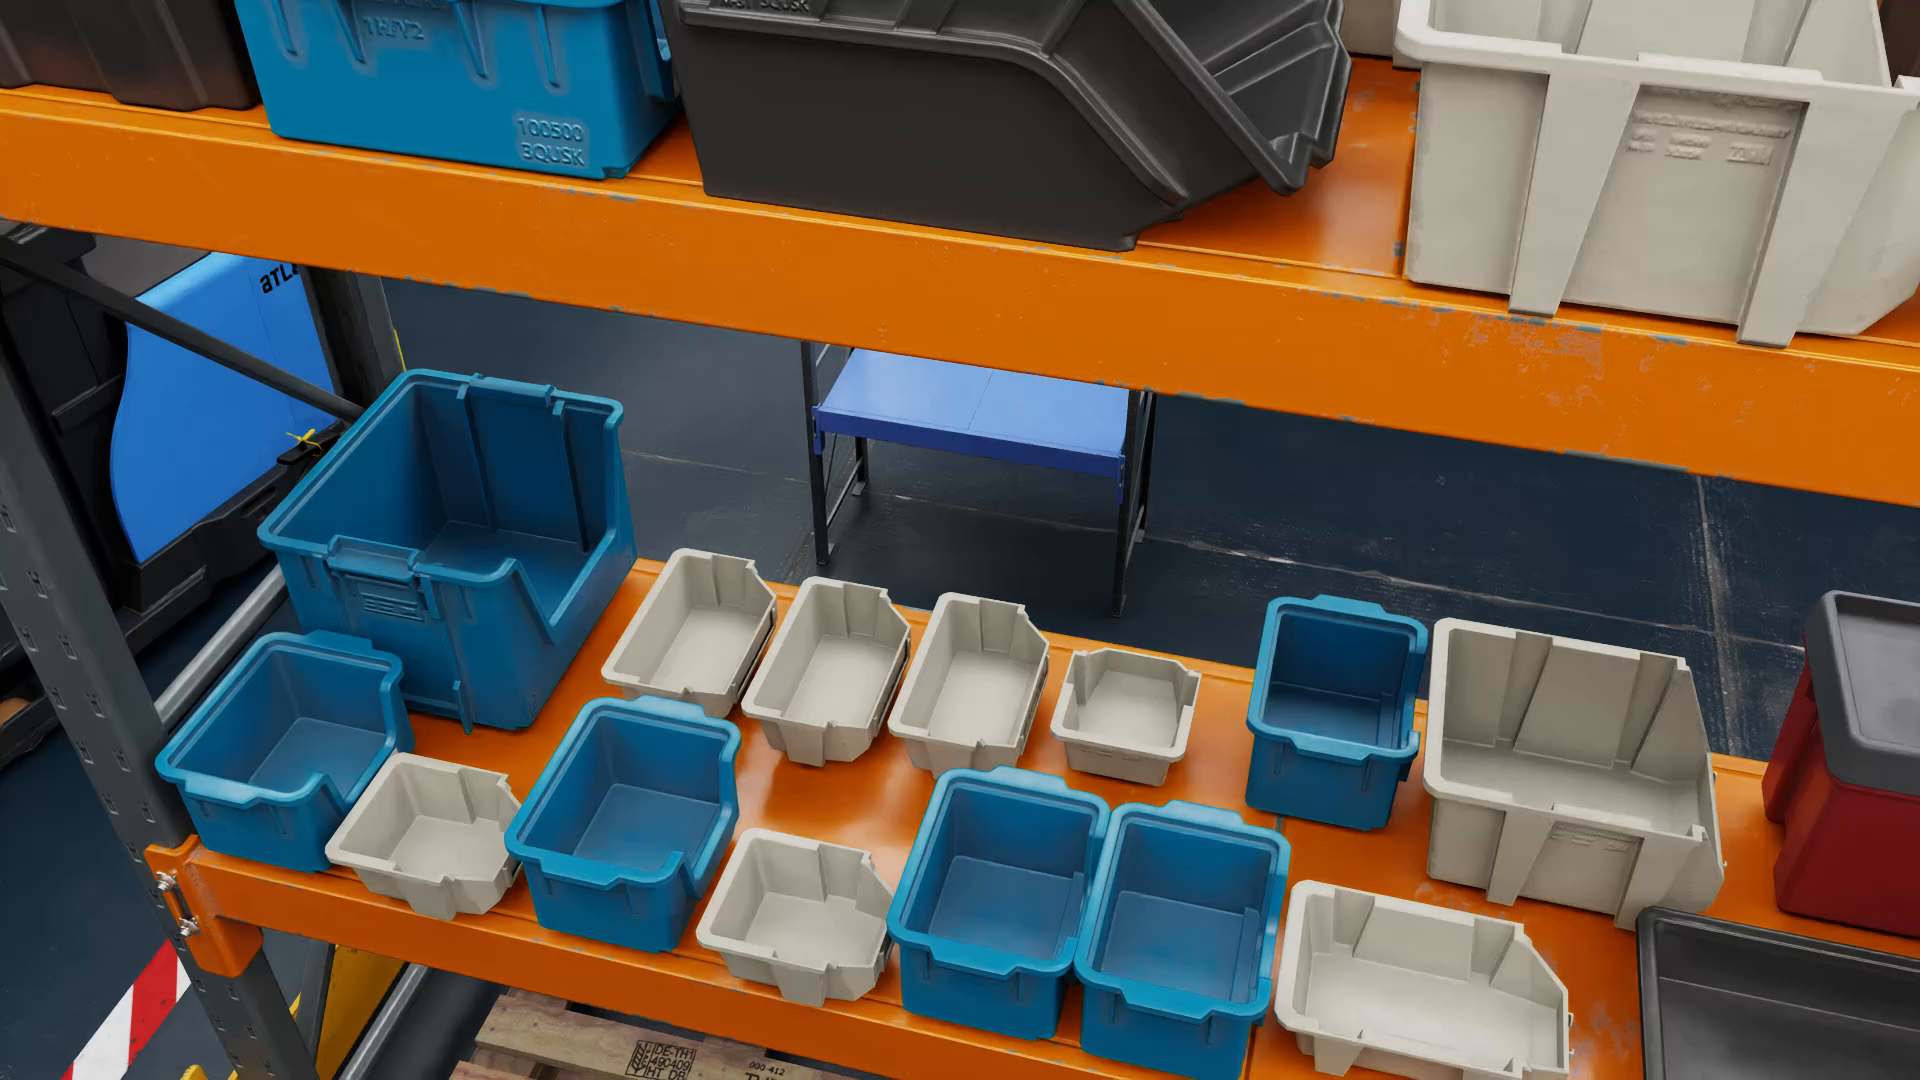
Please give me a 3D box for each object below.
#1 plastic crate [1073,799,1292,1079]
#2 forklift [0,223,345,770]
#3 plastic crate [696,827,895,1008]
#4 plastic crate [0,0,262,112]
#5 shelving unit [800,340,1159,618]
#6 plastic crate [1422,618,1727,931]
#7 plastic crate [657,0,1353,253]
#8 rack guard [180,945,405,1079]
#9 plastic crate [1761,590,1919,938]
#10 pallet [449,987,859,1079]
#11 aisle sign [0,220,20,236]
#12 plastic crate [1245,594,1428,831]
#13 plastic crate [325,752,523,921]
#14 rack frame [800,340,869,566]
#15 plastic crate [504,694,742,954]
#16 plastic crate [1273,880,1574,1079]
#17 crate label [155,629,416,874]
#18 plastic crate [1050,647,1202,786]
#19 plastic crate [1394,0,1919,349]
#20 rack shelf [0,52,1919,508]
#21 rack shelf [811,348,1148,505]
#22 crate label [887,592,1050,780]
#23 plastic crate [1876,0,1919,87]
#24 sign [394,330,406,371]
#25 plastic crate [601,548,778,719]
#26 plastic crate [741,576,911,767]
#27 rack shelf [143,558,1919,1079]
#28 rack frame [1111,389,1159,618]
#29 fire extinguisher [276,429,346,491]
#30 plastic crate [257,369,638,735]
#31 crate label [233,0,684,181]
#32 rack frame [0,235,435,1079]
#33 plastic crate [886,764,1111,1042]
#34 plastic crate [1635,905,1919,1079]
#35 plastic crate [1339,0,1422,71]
[{"bbox_3d":[0.358,0.663,2.712,0.300,0.233,0.416,10,41,11],"label":"plastic crate"},{"bbox_3d":[-3.216,-0.704,4.309,1.130,2.935,3.031,19,43,21],"label":"forklift"},{"bbox_3d":[-0.260,0.649,2.804,0.298,0.136,0.250,10,41,11],"label":"plastic crate"},{"bbox_3d":[-1.057,-0.754,2.084,0.590,0.269,0.497,10,41,11],"label":"plastic crate"},{"bbox_3d":[0.082,-0.560,5.251,1.048,1.500,0.538,10,41,11],"label":"shelving unit"},{"bbox_3d":[1.080,0.427,2.955,0.530,0.282,0.437,10,41,11],"label":"plastic crate"},{"bbox_3d":[0.048,-0.592,1.839,0.767,0.338,0.504,10,41,11],"label":"plastic crate"},{"bbox_3d":[-1.383,1.069,4.088,0.348,0.500,1.175,10,41,11],"label":"rack guard"},{"bbox_3d":[1.709,0.421,2.820,0.583,0.464,0.402,10,41,11],"label":"plastic crate"},{"bbox_3d":[-0.570,1.337,3.994,1.213,0.211,1.003,10,41,11],"label":"pallet"},{"bbox_3d":[-1.503,-0.715,2.248,0.004,0.787,0.394,10,41,11],"label":"aisle sign"},{"bbox_3d":[0.693,0.331,3.107,0.300,0.233,0.416,10,41,11],"label":"plastic crate"},{"bbox_3d":[-0.915,0.536,2.938,0.298,0.136,0.250,10,41,11],"label":"plastic crate"},{"bbox_3d":[-0.409,-0.645,5.351,0.032,1.500,0.500,10,41,11],"label":"rack frame"},{"bbox_3d":[-0.568,0.504,2.901,0.300,0.233,0.416,10,41,11],"label":"plastic crate"},{"bbox_3d":[0.747,0.748,2.685,0.466,0.136,0.293,10,41,11],"label":"plastic crate"},{"bbox_3d":[-1.204,0.394,3.032,0.303,0.233,0.416,10,41,11],"label":"crate label"},{"bbox_3d":[0.320,0.335,3.177,0.250,0.136,0.298,10,41,11],"label":"plastic crate"},{"bbox_3d":[0.704,-0.435,1.696,0.530,0.282,0.437,10,41,11],"label":"plastic crate"},{"bbox_3d":[0.575,-0.433,2.160,4.000,0.370,1.077,10,41,11],"label":"rack shelf"},{"bbox_3d":[0.082,-0.422,5.366,1.000,0.185,0.538,10,41,11],"label":"rack shelf"},{"bbox_3d":[0.029,0.297,3.222,0.243,0.136,0.396,10,41,11],"label":"crate label"},{"bbox_3d":[1.378,-0.703,2.024,0.590,0.269,0.497,10,41,11],"label":"plastic crate"},{"bbox_3d":[-1.230,-0.299,3.647,0.005,0.325,0.100,10,41,11],"label":"sign"},{"bbox_3d":[-0.522,0.209,3.327,0.243,0.136,0.396,10,41,11],"label":"plastic crate"},{"bbox_3d":[-0.246,0.266,3.259,0.243,0.136,0.396,10,41,11],"label":"plastic crate"},{"bbox_3d":[0.575,0.716,3.125,4.000,0.370,1.077,10,41,11],"label":"rack shelf"},{"bbox_3d":[0.573,-0.476,5.150,0.032,1.500,0.500,10,41,11],"label":"rack frame"},{"bbox_3d":[-1.385,-0.027,3.800,0.183,0.674,0.296,10,41,11],"label":"fire extinguisher"},{"bbox_3d":[-0.985,0.011,3.331,0.499,0.435,0.616,10,41,11],"label":"plastic crate"},{"bbox_3d":[-0.549,-0.630,1.951,0.502,0.251,0.408,10,41,11],"label":"crate label"},{"bbox_3d":[-1.357,0.108,3.289,0.127,3.000,1.000,10,41,11],"label":"rack frame"},{"bbox_3d":[0.068,0.613,2.771,0.300,0.233,0.416,10,41,11],"label":"plastic crate"},{"bbox_3d":[1.356,0.836,2.590,0.590,0.125,0.437,10,41,11],"label":"plastic crate"},{"bbox_3d":[0.703,-0.751,2.184,0.530,0.136,0.437,10,41,11],"label":"plastic crate"}]
